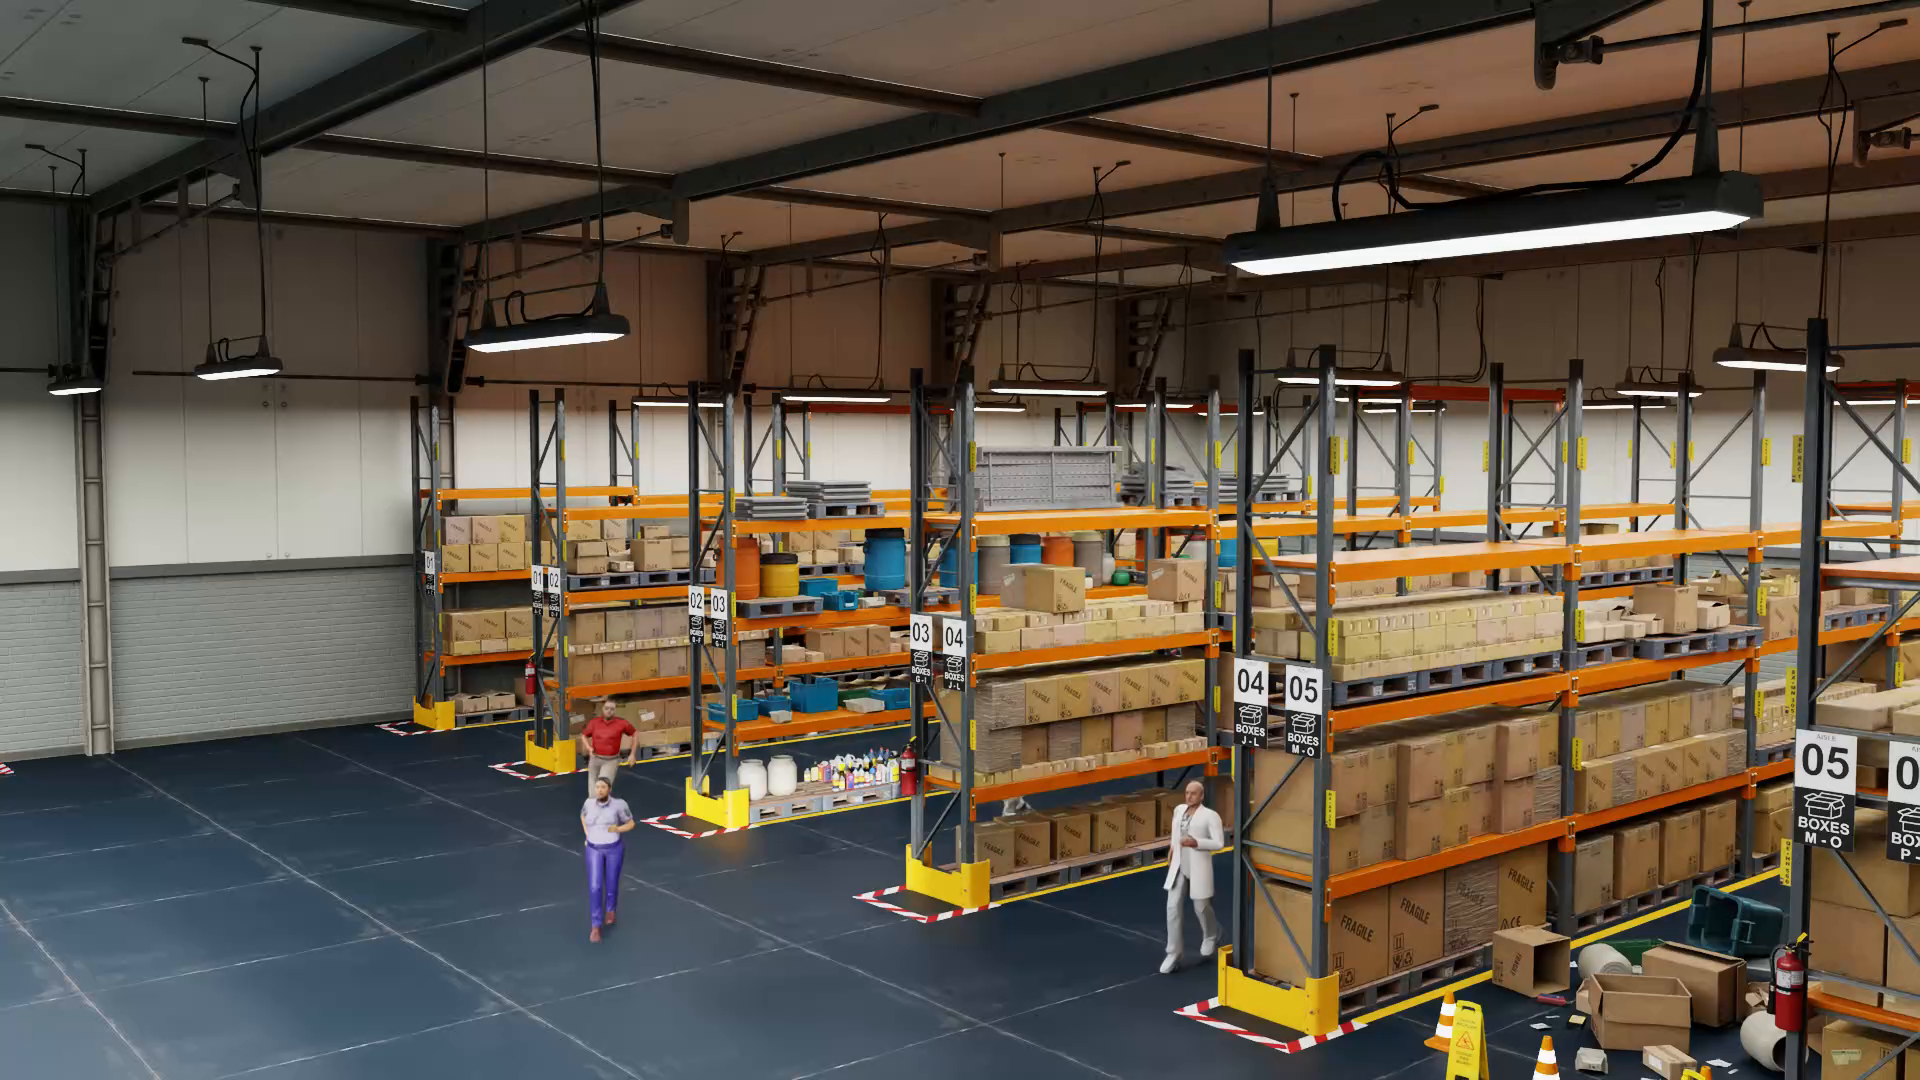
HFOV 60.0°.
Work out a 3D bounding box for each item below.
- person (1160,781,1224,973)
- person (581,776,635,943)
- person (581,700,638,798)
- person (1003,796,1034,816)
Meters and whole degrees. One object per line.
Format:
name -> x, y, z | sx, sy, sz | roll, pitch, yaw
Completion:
person -> 2.291, 3.281, 16.398 | 0.699, 1.806, 0.948 | 2, 4, 36
person -> -3.711, 3.323, 17.510 | 0.577, 1.712, 0.760 | 0, 3, -8
person -> -4.716, 3.010, 22.271 | 0.725, 1.763, 0.704 | 0, 3, 7
person -> 0.713, 2.983, 21.601 | 0.667, 1.767, 0.916 | 3, 4, 39
